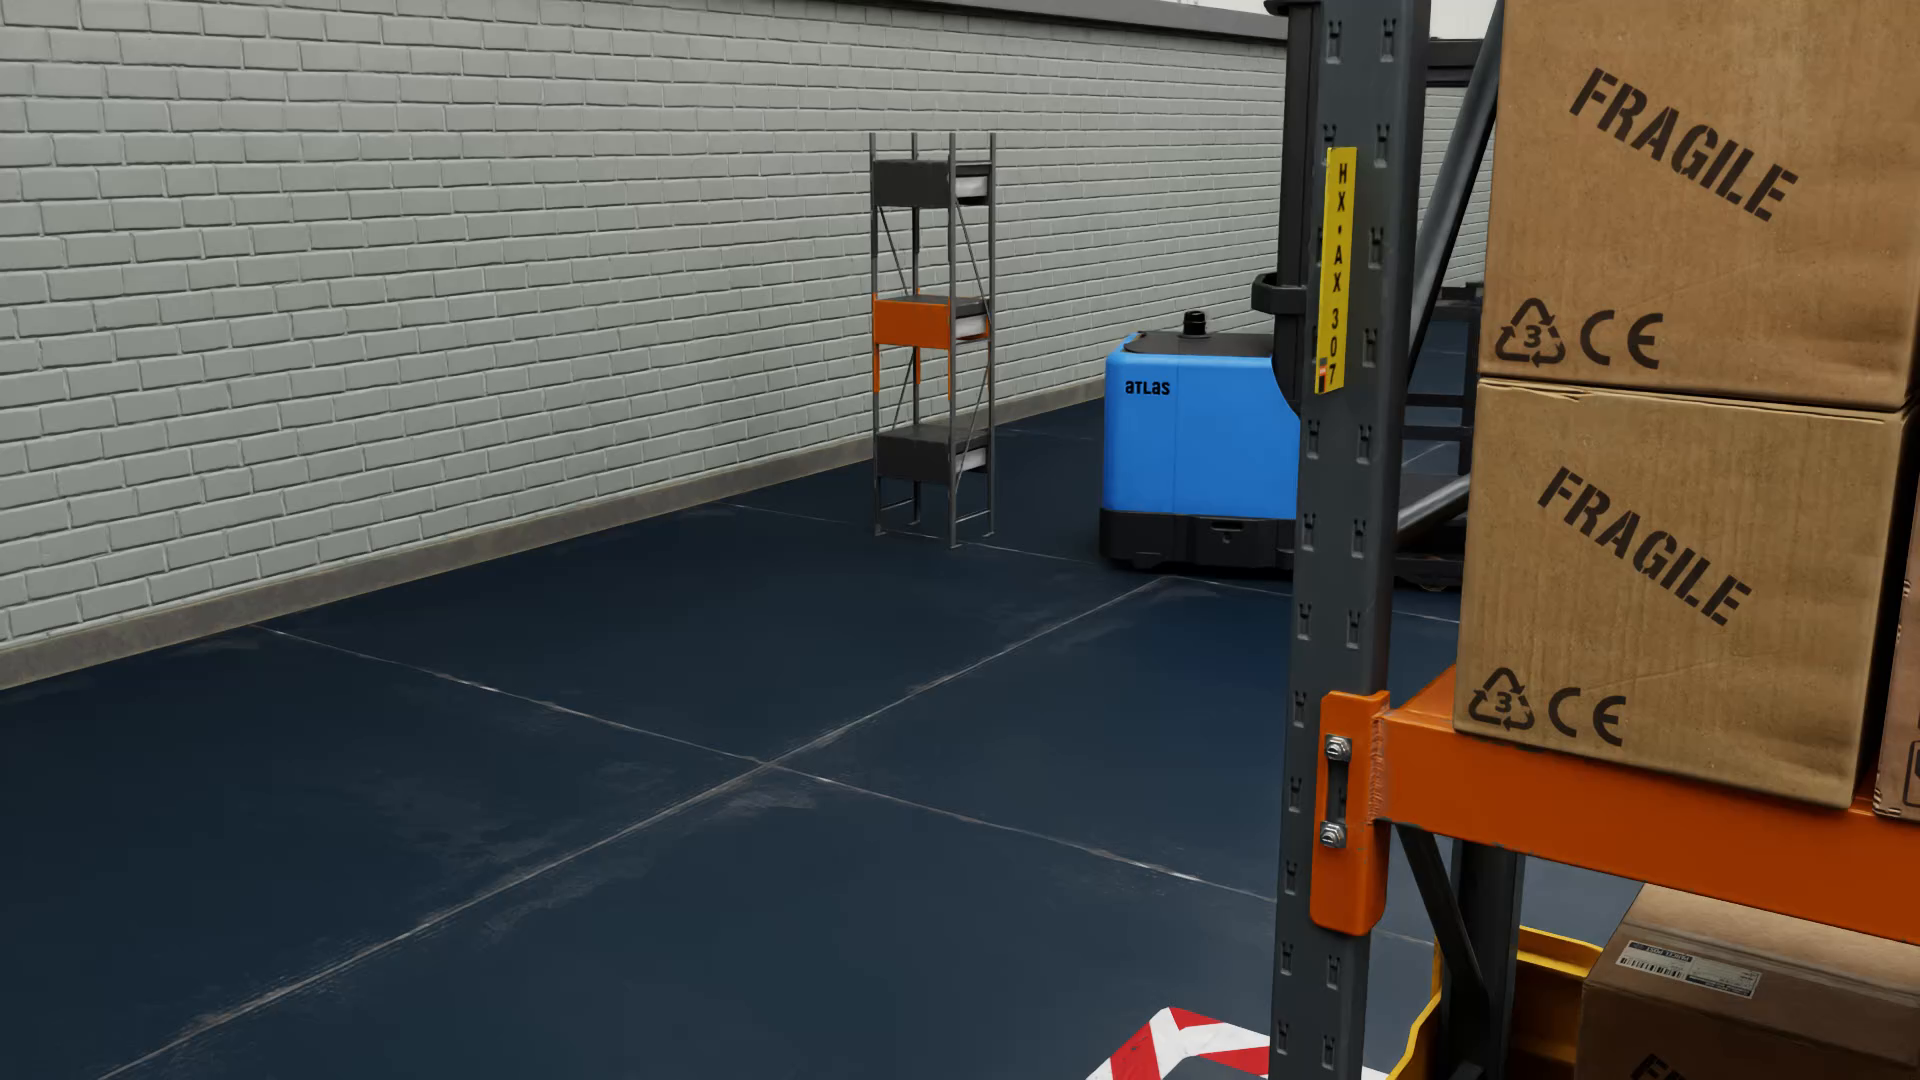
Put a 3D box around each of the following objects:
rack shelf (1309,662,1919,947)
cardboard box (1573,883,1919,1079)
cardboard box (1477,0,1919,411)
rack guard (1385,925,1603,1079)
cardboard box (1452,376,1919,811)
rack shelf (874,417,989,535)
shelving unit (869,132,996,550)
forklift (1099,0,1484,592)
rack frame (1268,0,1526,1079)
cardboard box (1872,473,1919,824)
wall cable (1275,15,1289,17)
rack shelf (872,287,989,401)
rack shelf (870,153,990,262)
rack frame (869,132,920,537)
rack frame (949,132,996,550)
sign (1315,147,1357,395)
[{"bbox_3d":[2.472,0.565,1.794,4.000,0.370,1.077,9,17,33],"label":"rack shelf"},{"bbox_3d":[1.401,0.972,2.942,0.500,0.500,0.500,9,17,33],"label":"cardboard box"},{"bbox_3d":[1.033,-0.474,2.206,0.500,0.500,0.500,10,17,34],"label":"cardboard box"},{"bbox_3d":[0.875,1.172,3.050,0.348,0.500,1.175,9,17,33],"label":"rack guard"},{"bbox_3d":[1.033,0.012,2.326,0.500,0.500,0.500,10,17,34],"label":"cardboard box"},{"bbox_3d":[-0.137,-0.349,8.832,0.480,0.518,0.431,9,17,33],"label":"rack shelf"},{"bbox_3d":[-0.137,-1.041,8.661,0.503,2.100,0.431,9,17,33],"label":"shelving unit"},{"bbox_3d":[2.262,-1.308,8.007,3.031,2.935,1.130,3,14,12],"label":"forklift"},{"bbox_3d":[0.811,-0.051,2.788,0.053,2.616,0.949,9,17,33],"label":"rack frame"},{"bbox_3d":[1.465,0.080,2.051,0.500,0.500,0.500,9,17,32],"label":"cardboard box"},{"bbox_3d":[3.576,-7.946,15.500,0.120,5.999,2.277,9,17,33],"label":"wall cable"},{"bbox_3d":[-0.137,-1.028,8.664,0.480,0.518,0.431,9,17,33],"label":"rack shelf"},{"bbox_3d":[-0.137,-1.708,8.496,0.480,0.518,0.431,9,17,33],"label":"rack shelf"},{"bbox_3d":[-0.340,-1.074,8.793,0.015,2.100,0.400,9,17,33],"label":"rack frame"},{"bbox_3d":[0.065,-1.009,8.528,0.015,2.100,0.400,9,17,33],"label":"rack frame"},{"bbox_3d":[0.510,-0.364,2.250,0.005,0.325,0.100,9,17,33],"label":"sign"}]
